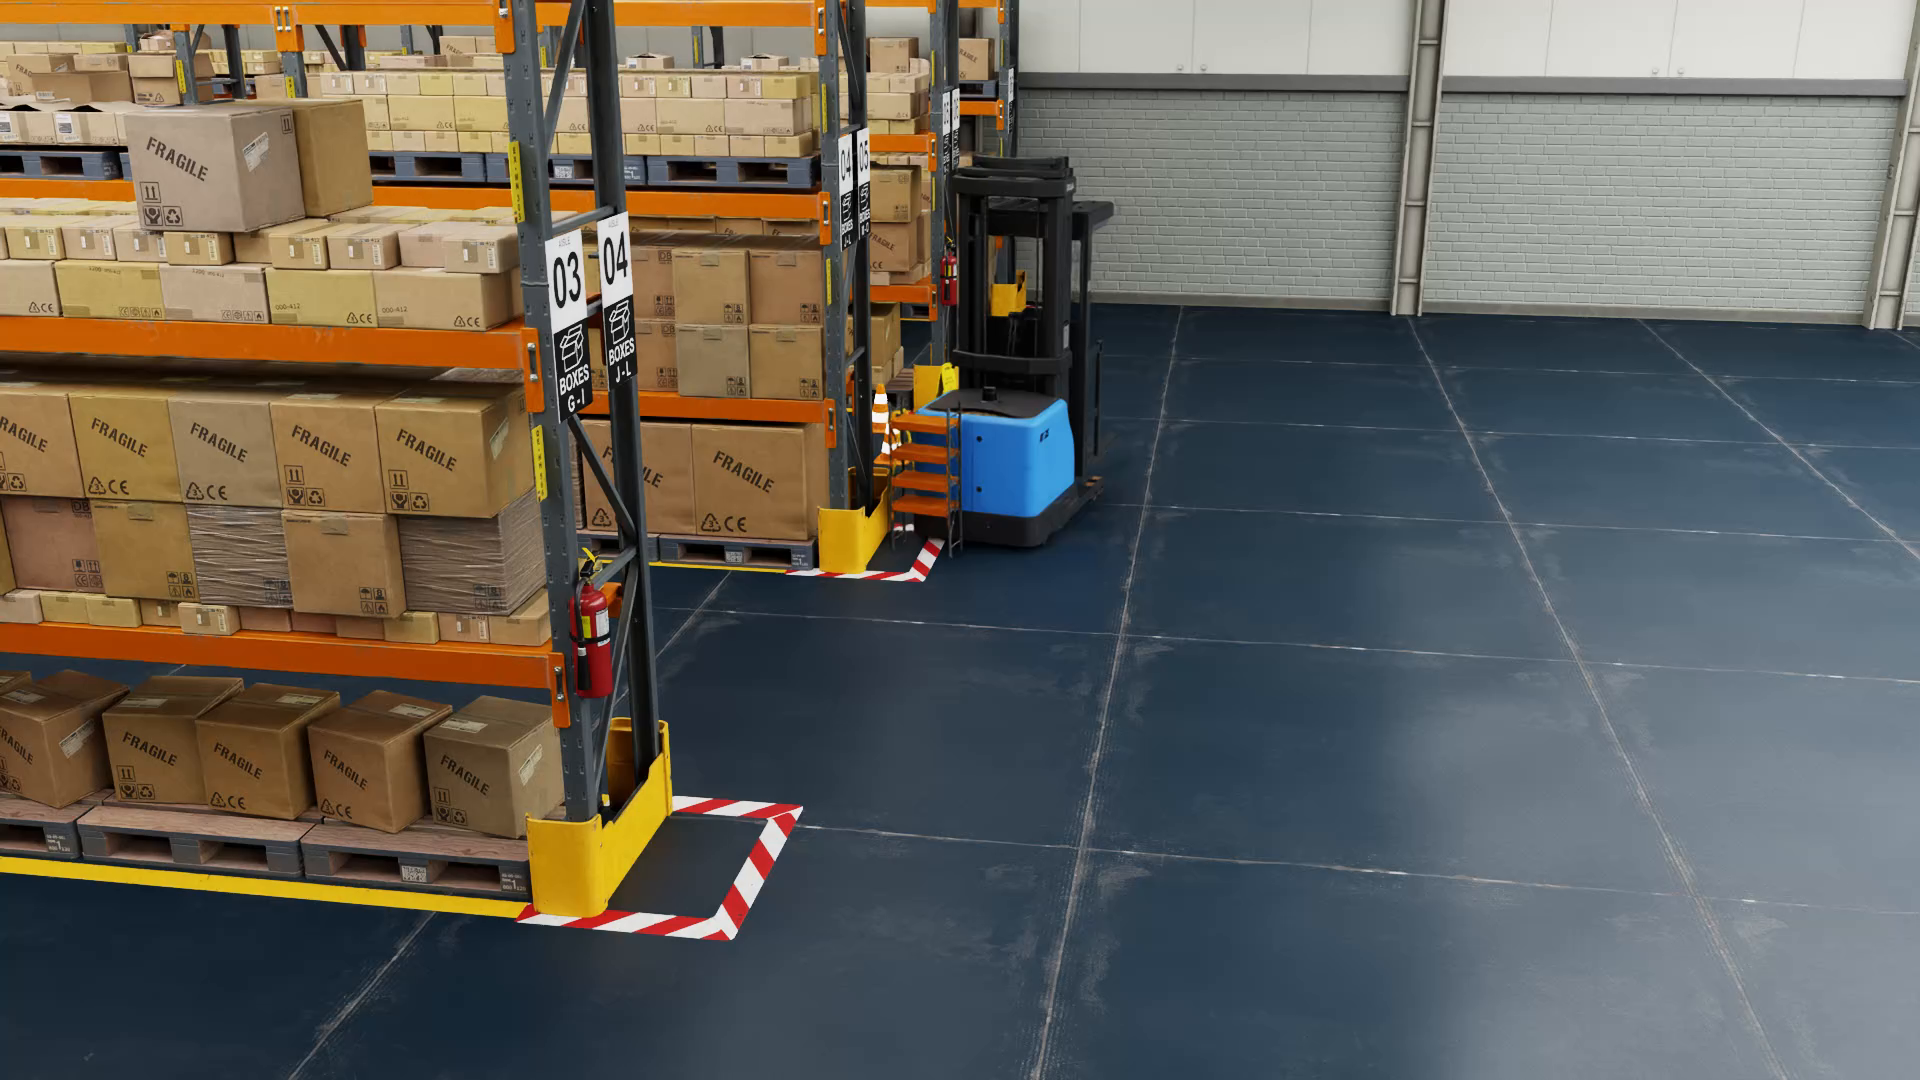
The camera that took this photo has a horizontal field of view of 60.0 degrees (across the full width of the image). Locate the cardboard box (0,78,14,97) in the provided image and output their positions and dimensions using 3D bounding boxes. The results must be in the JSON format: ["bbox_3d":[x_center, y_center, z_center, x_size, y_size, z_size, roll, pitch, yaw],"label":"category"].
[{"bbox_3d":[-10.252,-4.872,17.958,0.258,0.266,0.396,4,19,13],"label":"cardboard box"}]

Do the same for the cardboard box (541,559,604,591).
[{"bbox_3d":[-1.968,0.223,8.304,0.250,0.149,0.380,3,19,9],"label":"cardboard box"}]

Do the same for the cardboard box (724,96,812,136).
[{"bbox_3d":[-1.365,-3.032,11.857,0.500,0.250,0.500,3,19,9],"label":"cardboard box"}]

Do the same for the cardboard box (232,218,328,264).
[{"bbox_3d":[-3.050,-1.349,7.489,0.250,0.149,0.380,3,19,9],"label":"cardboard box"}]

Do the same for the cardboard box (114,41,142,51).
[{"bbox_3d":[-11.660,-6.914,23.492,0.500,0.250,0.500,3,19,8],"label":"cardboard box"}]

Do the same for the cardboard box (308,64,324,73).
[{"bbox_3d":[-8.654,-6.420,22.642,0.250,0.149,0.380,3,19,9],"label":"cardboard box"}]

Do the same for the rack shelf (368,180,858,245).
[{"bbox_3d":[-2.812,-2.538,12.566,4.000,0.370,1.077,3,19,9],"label":"rack shelf"}]

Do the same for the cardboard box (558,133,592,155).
[{"bbox_3d":[-2.725,-2.893,12.071,0.250,0.149,0.380,3,19,9],"label":"cardboard box"}]

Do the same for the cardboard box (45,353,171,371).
[{"bbox_3d":[-4.198,-0.684,8.418,0.500,0.500,0.500,3,19,9],"label":"cardboard box"}]

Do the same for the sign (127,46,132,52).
[{"bbox_3d":[-11.295,-6.568,22.663,0.005,0.325,0.100,3,19,9],"label":"sign"}]

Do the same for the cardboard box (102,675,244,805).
[{"bbox_3d":[-4.093,1.044,8.733,0.500,0.500,0.500,1,19,4],"label":"cardboard box"}]

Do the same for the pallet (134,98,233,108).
[{"bbox_3d":[-8.695,-4.663,18.082,1.003,0.211,1.213,4,19,11],"label":"pallet"}]

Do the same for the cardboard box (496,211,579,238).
[{"bbox_3d":[-1.959,-1.433,7.741,0.250,0.149,0.380,3,19,8],"label":"cardboard box"}]

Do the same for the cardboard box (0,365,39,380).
[{"bbox_3d":[-4.776,-0.544,7.999,0.500,0.500,0.500,3,19,9],"label":"cardboard box"}]

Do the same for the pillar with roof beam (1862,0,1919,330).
[{"bbox_3d":[11.252,-5.676,16.086,0.400,9.000,9.100,3,19,9],"label":"pillar with roof beam"}]

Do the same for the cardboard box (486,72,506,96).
[{"bbox_3d":[-3.225,-3.296,12.020,0.250,0.149,0.380,3,19,9],"label":"cardboard box"}]

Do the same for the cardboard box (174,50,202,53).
[{"bbox_3d":[-10.473,-6.592,22.657,0.250,0.149,0.380,3,19,8],"label":"cardboard box"}]

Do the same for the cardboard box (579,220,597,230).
[{"bbox_3d":[-3.711,-3.192,17.488,0.500,0.500,0.500,3,19,9],"label":"cardboard box"}]

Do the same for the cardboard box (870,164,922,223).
[{"bbox_3d":[-0.691,-3.531,16.928,0.500,0.500,0.700,2,19,7],"label":"cardboard box"}]

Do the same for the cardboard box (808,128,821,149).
[{"bbox_3d":[-1.125,-3.023,12.460,0.250,0.149,0.380,3,19,9],"label":"cardboard box"}]

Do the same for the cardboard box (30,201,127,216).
[{"bbox_3d":[-4.276,-1.553,8.098,0.250,0.149,0.380,4,19,11],"label":"cardboard box"}]

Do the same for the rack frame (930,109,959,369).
[{"bbox_3d":[-0.152,-2.911,17.277,0.127,3.000,1.000,3,19,9],"label":"rack frame"}]

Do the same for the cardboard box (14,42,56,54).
[{"bbox_3d":[-12.755,-6.801,23.154,0.500,0.250,0.500,3,19,10],"label":"cardboard box"}]

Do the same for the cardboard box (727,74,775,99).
[{"bbox_3d":[-1.470,-3.207,11.754,0.250,0.149,0.380,3,19,9],"label":"cardboard box"}]

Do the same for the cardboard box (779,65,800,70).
[{"bbox_3d":[-2.164,-6.061,21.541,0.250,0.149,0.380,3,19,10],"label":"cardboard box"}]

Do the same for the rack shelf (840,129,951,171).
[{"bbox_3d":[-2.127,-4.093,17.216,4.000,0.370,1.077,3,19,9],"label":"rack shelf"}]

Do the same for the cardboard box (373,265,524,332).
[{"bbox_3d":[-2.240,-1.103,7.381,0.500,0.250,0.500,3,19,10],"label":"cardboard box"}]

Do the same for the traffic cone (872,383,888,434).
[{"bbox_3d":[-0.781,-1.326,16.536,0.334,0.463,0.336,3,19,9],"label":"traffic cone"}]

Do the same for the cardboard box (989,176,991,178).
[{"bbox_3d":[0.245,-4.751,21.596,0.250,0.149,0.380,3,19,9],"label":"cardboard box"}]

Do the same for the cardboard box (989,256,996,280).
[{"bbox_3d":[0.200,-3.688,22.481,0.500,0.250,0.500,3,19,10],"label":"cardboard box"}]

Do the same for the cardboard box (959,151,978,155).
[{"bbox_3d":[0.081,-5.080,22.108,0.250,0.149,0.380,4,19,11],"label":"cardboard box"}]

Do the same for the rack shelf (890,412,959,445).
[{"bbox_3d":[-0.268,-0.858,12.729,0.480,0.148,0.258,8,21,22],"label":"rack shelf"}]

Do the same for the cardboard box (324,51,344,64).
[{"bbox_3d":[-8.412,-6.545,22.549,0.250,0.149,0.380,3,19,8],"label":"cardboard box"}]

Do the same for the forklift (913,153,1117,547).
[{"bbox_3d":[0.623,-1.763,13.952,1.130,2.935,3.031,7,20,19],"label":"forklift"}]

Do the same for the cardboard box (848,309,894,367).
[{"bbox_3d":[-0.985,-2.121,17.404,0.500,0.500,0.500,3,19,9],"label":"cardboard box"}]

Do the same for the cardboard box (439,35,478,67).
[{"bbox_3d":[-6.591,-6.473,22.217,0.500,0.500,0.500,3,19,9],"label":"cardboard box"}]

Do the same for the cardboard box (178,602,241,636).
[{"bbox_3d":[-3.536,0.320,8.015,0.250,0.149,0.380,3,19,9],"label":"cardboard box"}]

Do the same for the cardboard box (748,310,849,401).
[{"bbox_3d":[-1.211,-1.431,12.617,0.550,0.550,0.875,3,19,9],"label":"cardboard box"}]

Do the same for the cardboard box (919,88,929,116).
[{"bbox_3d":[-0.606,-4.513,17.103,0.500,0.250,0.500,3,19,8],"label":"cardboard box"}]

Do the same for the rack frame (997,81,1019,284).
[{"bbox_3d":[0.631,-4.467,21.925,0.127,3.000,1.000,3,19,9],"label":"rack frame"}]

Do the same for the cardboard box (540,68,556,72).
[{"bbox_3d":[-3.129,-3.503,12.636,0.250,0.149,0.380,3,19,8],"label":"cardboard box"}]

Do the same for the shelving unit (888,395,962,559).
[{"bbox_3d":[-0.264,-0.488,12.861,0.503,1.200,0.258,8,21,22],"label":"shelving unit"}]

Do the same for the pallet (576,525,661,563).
[{"bbox_3d":[-2.841,-0.111,13.302,1.213,0.211,1.003,3,19,9],"label":"pallet"}]

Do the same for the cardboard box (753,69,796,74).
[{"bbox_3d":[-1.364,-3.413,12.369,0.250,0.149,0.380,3,19,9],"label":"cardboard box"}]

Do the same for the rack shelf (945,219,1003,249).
[{"bbox_3d":[-1.343,-4.226,22.340,4.000,0.370,1.077,3,19,9],"label":"rack shelf"}]

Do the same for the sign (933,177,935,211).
[{"bbox_3d":[-0.260,-3.437,16.526,0.005,0.325,0.100,3,19,9],"label":"sign"}]

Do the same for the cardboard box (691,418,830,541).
[{"bbox_3d":[-1.518,-0.561,12.938,0.875,0.875,0.875,3,19,9],"label":"cardboard box"}]

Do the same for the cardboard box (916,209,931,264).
[{"bbox_3d":[-0.576,-3.211,17.545,0.500,0.500,0.500,3,19,8],"label":"cardboard box"}]

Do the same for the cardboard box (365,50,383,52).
[{"bbox_3d":[-8.076,-6.690,22.981,0.250,0.149,0.380,3,19,8],"label":"cardboard box"}]

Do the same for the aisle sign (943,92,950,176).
[{"bbox_3d":[-0.137,-4.050,16.584,0.004,0.787,0.394,3,19,9],"label":"aisle sign"}]

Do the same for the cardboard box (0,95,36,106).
[{"bbox_3d":[-7.657,-3.426,13.410,0.500,0.311,0.500,3,19,9],"label":"cardboard box"}]

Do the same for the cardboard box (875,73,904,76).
[{"bbox_3d":[-0.722,-4.682,16.982,0.250,0.149,0.380,3,19,8],"label":"cardboard box"}]
